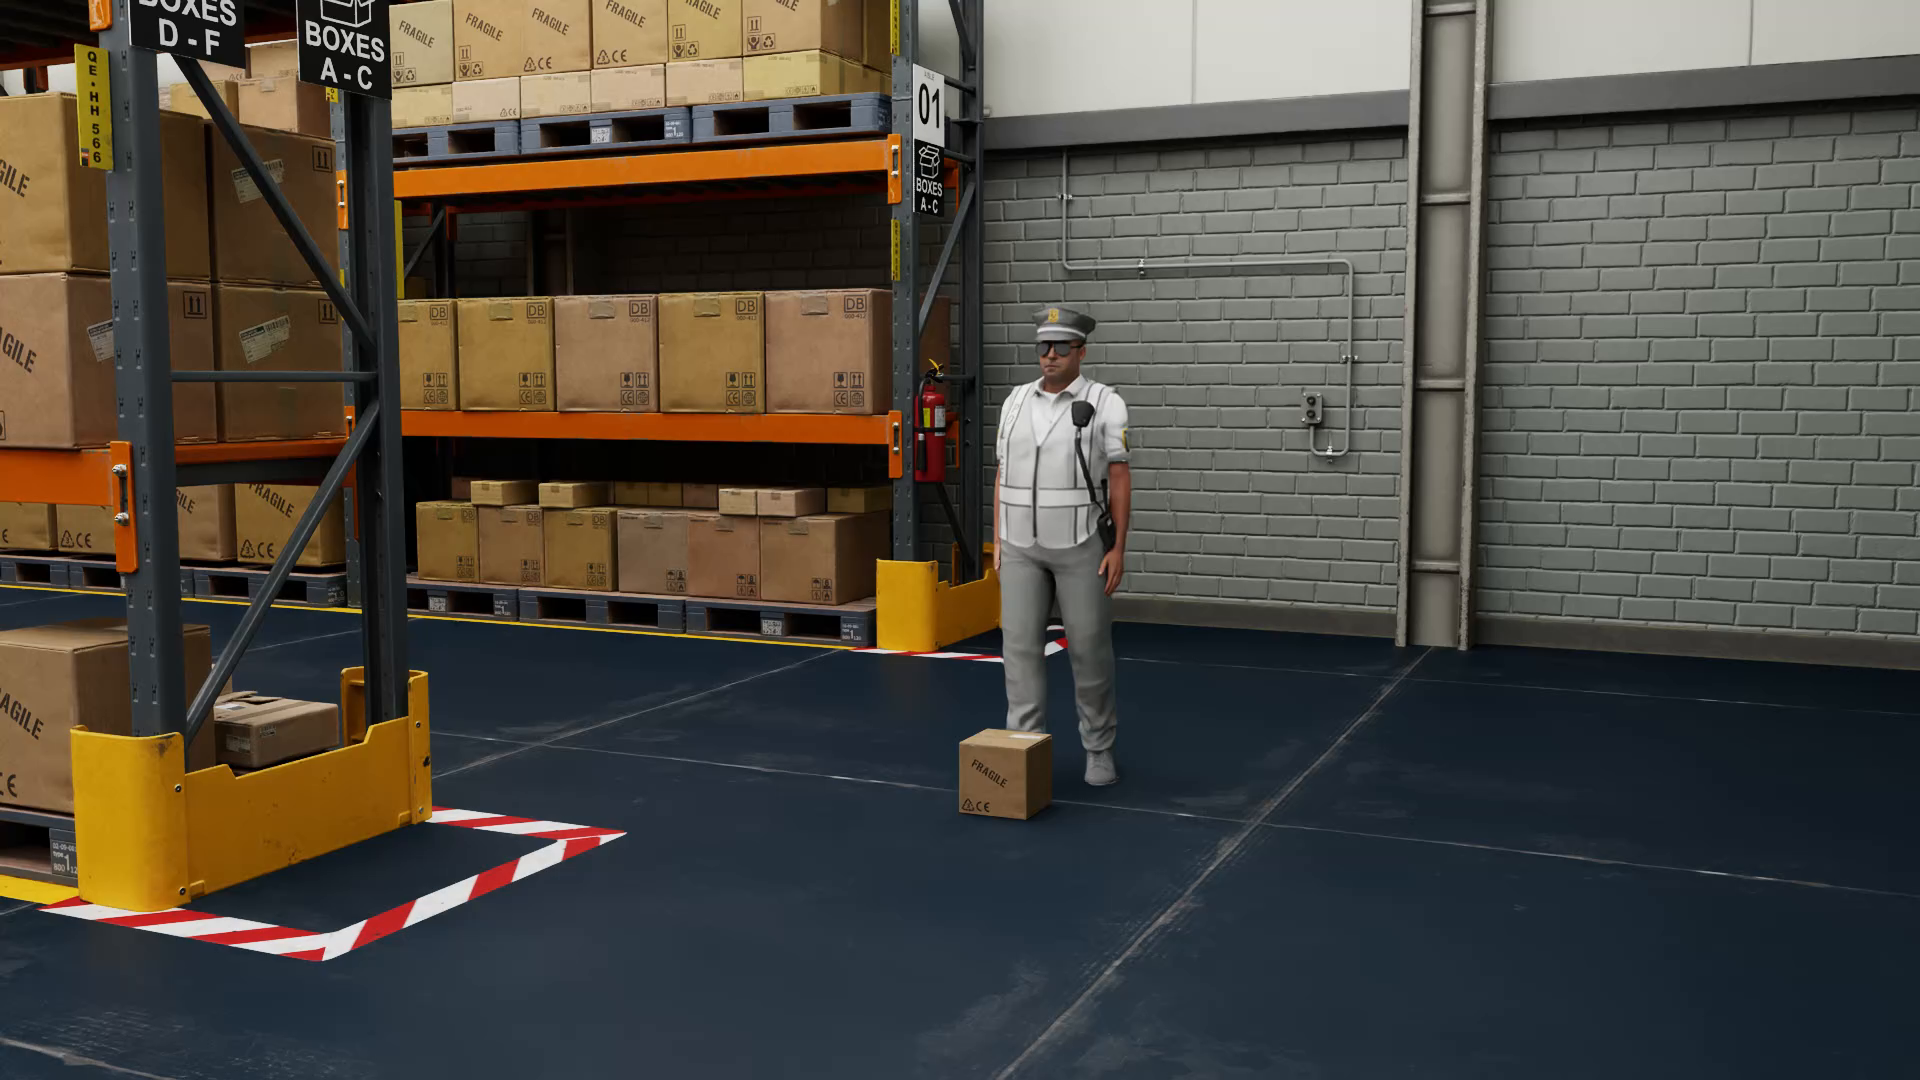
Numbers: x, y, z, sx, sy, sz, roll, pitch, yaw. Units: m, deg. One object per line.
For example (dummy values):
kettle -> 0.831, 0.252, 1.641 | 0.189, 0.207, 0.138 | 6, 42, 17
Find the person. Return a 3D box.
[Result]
person -> 0.349, 0.038, 6.178 | 0.539, 1.797, 0.554 | 3, 6, 25
